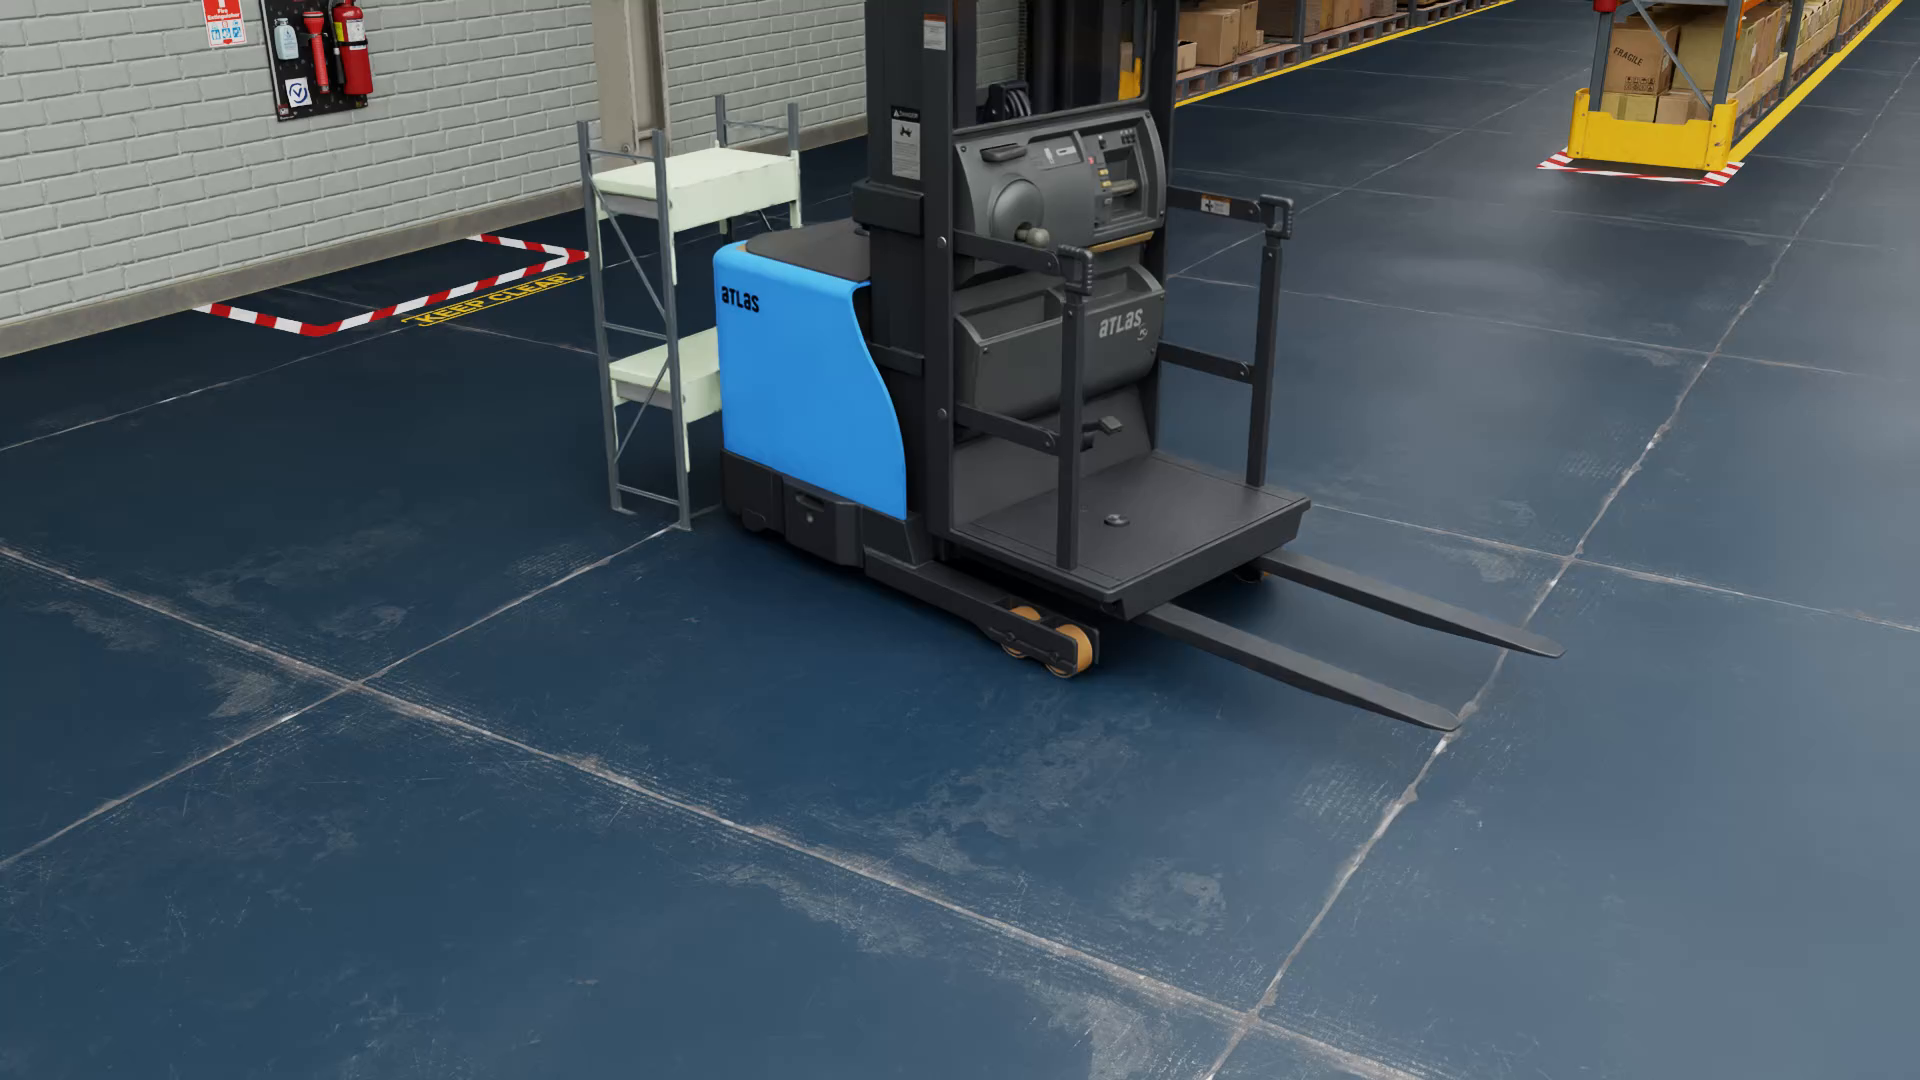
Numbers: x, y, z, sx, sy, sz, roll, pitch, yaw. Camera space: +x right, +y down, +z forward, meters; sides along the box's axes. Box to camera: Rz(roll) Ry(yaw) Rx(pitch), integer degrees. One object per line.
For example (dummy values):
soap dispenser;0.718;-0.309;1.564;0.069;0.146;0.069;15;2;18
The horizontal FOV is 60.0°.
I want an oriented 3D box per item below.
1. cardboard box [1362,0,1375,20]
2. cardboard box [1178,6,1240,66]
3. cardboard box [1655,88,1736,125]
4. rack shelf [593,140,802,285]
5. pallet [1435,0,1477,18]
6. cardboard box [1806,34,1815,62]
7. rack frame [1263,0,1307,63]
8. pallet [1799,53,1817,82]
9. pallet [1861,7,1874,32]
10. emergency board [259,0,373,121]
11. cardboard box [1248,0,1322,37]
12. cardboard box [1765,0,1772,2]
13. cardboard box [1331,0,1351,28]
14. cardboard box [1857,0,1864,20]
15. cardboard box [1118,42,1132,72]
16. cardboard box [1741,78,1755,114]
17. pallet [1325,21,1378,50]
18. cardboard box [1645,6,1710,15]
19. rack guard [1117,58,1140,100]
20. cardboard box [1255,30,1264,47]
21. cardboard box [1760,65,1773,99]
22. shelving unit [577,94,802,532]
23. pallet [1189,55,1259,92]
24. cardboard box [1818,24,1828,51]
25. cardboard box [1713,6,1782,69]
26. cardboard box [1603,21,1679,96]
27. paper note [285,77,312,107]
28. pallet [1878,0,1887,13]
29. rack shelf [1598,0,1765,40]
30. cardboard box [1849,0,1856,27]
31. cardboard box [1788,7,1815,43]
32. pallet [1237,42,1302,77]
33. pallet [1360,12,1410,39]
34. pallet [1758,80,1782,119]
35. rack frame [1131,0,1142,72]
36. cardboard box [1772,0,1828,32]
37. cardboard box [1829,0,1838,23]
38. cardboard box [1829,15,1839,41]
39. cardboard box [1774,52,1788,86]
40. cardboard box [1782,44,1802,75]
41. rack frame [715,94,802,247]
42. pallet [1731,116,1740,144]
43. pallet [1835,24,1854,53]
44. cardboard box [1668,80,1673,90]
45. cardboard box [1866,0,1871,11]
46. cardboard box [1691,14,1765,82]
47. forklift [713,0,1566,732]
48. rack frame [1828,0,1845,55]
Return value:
cardboard box;4.763;-6.787;20.745;0.700;0.500;0.500;14;27;29
cardboard box;2.420;-5.135;16.927;0.700;0.500;0.500;12;26;26
cardboard box;5.931;-3.464;13.408;0.500;0.250;0.500;14;27;29
rack shelf;-0.990;-1.245;6.255;0.431;0.370;0.720;15;28;31
pallet;6.593;-7.516;23.347;1.003;0.211;1.213;14;27;29
cardboard box;8.534;-5.111;17.214;0.500;0.250;0.500;13;27;27
rack frame;3.359;-6.786;18.149;1.000;3.000;0.127;14;27;29
pallet;8.567;-5.139;17.856;1.003;0.211;1.213;14;27;29
pallet;11.392;-6.887;21.892;1.003;0.211;1.213;14;27;29
emergency board;-3.618;-3.002;9.409;0.194;1.169;0.643;14;27;29
cardboard box;3.733;-6.092;19.140;0.700;0.500;0.500;15;28;31
cardboard box;8.342;-5.647;17.746;0.500;0.311;0.500;13;27;28
cardboard box;4.266;-6.441;19.945;0.700;0.500;0.500;14;27;30
cardboard box;10.973;-6.771;20.707;0.500;0.500;0.500;13;27;27
cardboard box;1.690;-4.618;15.973;0.500;0.311;0.500;11;26;23
cardboard box;6.456;-3.802;14.190;0.500;0.250;0.500;14;27;29
pallet;4.411;-6.182;20.265;1.003;0.211;1.213;14;27;29
cardboard box;6.269;-4.426;14.687;0.500;0.500;0.500;14;27;29
rack guard;1.289;-4.314;15.586;1.175;0.500;0.348;14;27;29
cardboard box;3.102;-5.500;18.193;0.380;0.166;0.250;10;25;22
cardboard box;6.987;-4.139;14.967;0.500;0.250;0.500;14;27;29
shelving unit;-0.990;-0.887;6.410;0.431;1.500;0.755;15;28;31
pallet;2.392;-4.858;17.207;1.003;0.211;1.213;14;27;29
cardboard box;9.072;-5.457;18.013;0.500;0.250;0.500;15;27;30
cardboard box;6.976;-4.486;14.824;0.500;0.500;0.500;14;27;29
cardboard box;5.489;-3.917;13.511;0.500;0.500;0.500;14;27;29
paper note;-3.770;-2.552;9.479;0.016;0.148;0.142;14;27;29
pallet;12.795;-7.814;24.035;1.003;0.211;1.213;14;27;29
rack shelf;6.514;-4.744;14.337;1.077;0.370;4.000;14;27;29
cardboard box;10.433;-6.425;19.909;0.500;0.500;0.500;13;27;27
cardboard box;8.267;-5.192;16.694;0.500;0.311;0.500;14;27;28
pallet;3.035;-5.272;18.162;1.003;0.211;1.213;14;27;29
pallet;5.055;-6.593;21.213;1.003;0.211;1.213;14;27;29
pallet;7.114;-4.209;15.708;1.003;0.211;1.213;14;27;29
rack frame;1.249;-5.436;15.030;1.000;3.000;0.127;14;27;29
cardboard box;8.809;-5.543;17.506;0.500;0.311;0.500;15;27;30
cardboard box;9.343;-5.882;18.288;0.500;0.311;0.500;13;27;28
cardboard box;9.609;-5.801;18.807;0.500;0.250;0.500;15;27;30
cardboard box;7.510;-4.477;15.749;0.500;0.250;0.500;14;27;29
cardboard box;7.992;-4.764;16.411;0.500;0.250;0.500;13;27;28
rack frame;-0.786;-1.007;6.689;0.400;1.500;0.023;15;28;31
pallet;5.827;-3.386;13.806;1.003;0.211;1.213;14;27;29
pallet;10.105;-6.063;19.990;1.003;0.211;1.213;14;27;29
cardboard box;5.745;-3.744;14.055;0.500;0.250;0.500;14;27;29
cardboard box;11.504;-7.112;21.495;0.500;0.500;0.500;14;27;29
cardboard box;6.446;-4.149;14.046;0.500;0.500;0.500;14;27;29
forklift;0.490;-1.142;5.199;3.031;2.935;1.130;22;31;40
rack frame;9.679;-7.099;18.872;1.000;3.000;0.127;14;27;29
